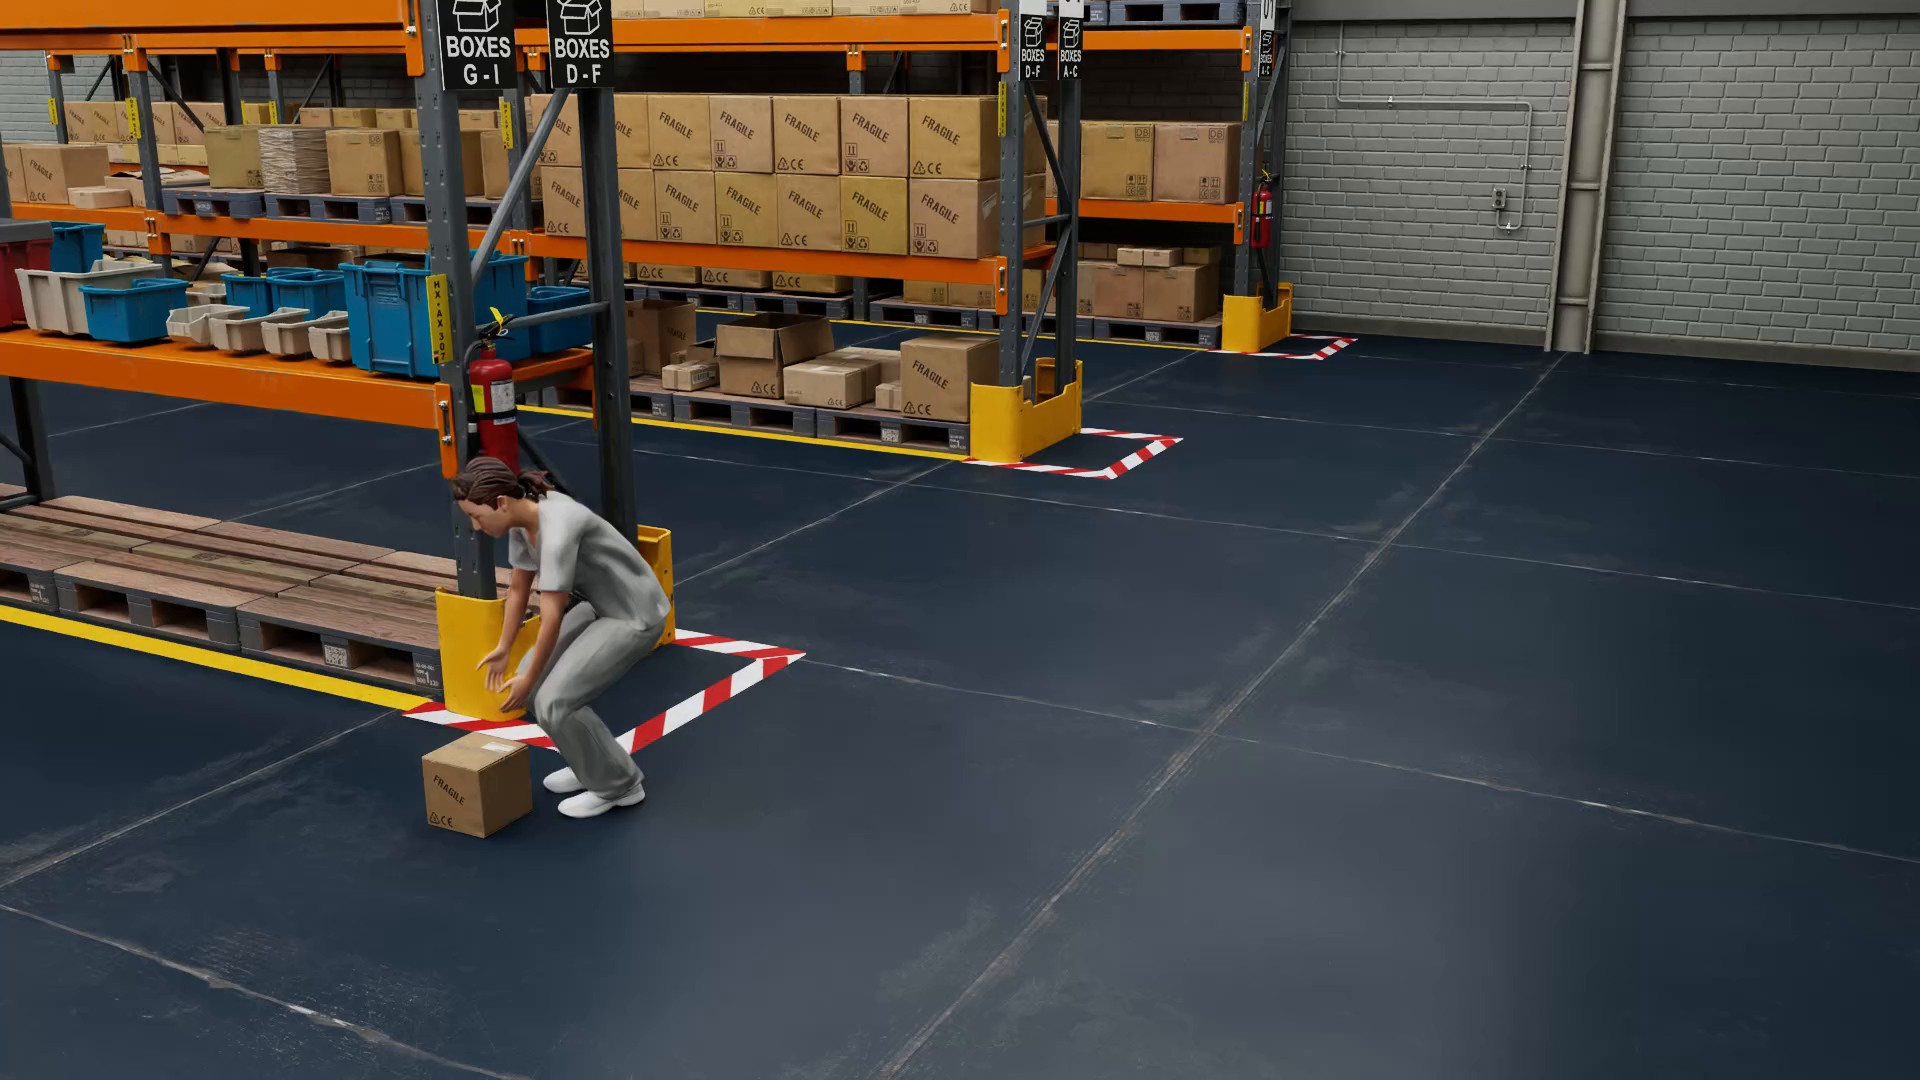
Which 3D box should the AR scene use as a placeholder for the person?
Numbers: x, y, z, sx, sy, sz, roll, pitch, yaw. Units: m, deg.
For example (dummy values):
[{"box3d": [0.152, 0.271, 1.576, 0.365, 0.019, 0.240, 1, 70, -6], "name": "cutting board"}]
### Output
[{"box3d": [-1.332, 0.313, 5.670, 0.696, 1.275, 0.492, -8, 18, -25], "name": "person"}]
